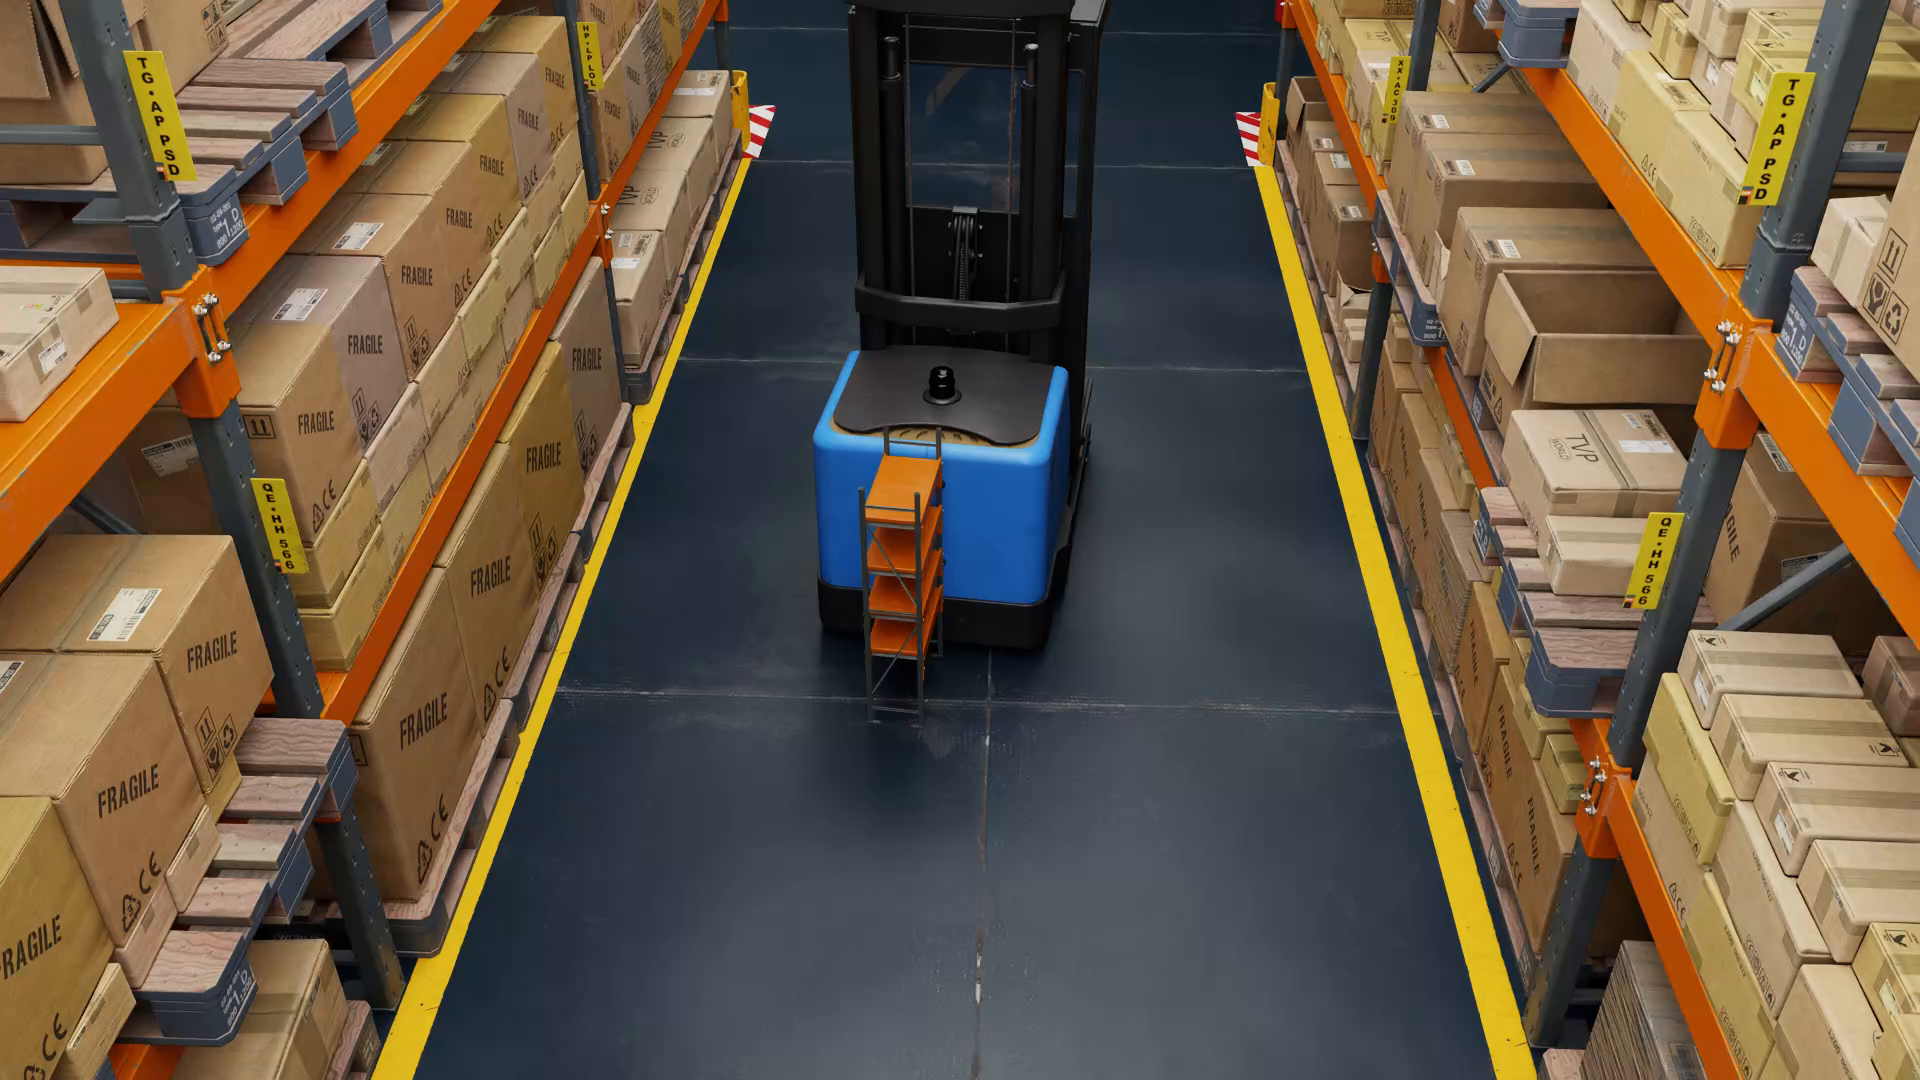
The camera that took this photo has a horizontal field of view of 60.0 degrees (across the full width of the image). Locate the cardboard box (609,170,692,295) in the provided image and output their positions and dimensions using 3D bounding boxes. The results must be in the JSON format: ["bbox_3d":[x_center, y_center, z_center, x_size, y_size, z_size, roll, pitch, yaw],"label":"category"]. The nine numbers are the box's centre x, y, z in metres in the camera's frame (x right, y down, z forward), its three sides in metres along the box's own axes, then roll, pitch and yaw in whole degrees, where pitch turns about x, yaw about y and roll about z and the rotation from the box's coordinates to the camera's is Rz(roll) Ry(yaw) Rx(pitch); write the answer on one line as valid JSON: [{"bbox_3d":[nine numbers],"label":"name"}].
[{"bbox_3d":[-2.161,-1.898,10.205,0.875,0.438,0.875,0,35,0],"label":"cardboard box"}]

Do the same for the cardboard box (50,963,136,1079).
[{"bbox_3d":[-2.187,1.126,3.893,0.380,0.149,0.250,2,35,3],"label":"cardboard box"}]

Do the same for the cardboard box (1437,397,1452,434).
[{"bbox_3d":[2.420,-0.537,7.650,0.380,0.149,0.250,1,35,1],"label":"cardboard box"}]

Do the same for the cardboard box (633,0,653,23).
[{"bbox_3d":[-2.009,-3.204,9.243,0.500,0.500,0.500,2,35,3],"label":"cardboard box"}]

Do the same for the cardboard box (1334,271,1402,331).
[{"bbox_3d":[2.374,-1.374,9.609,0.396,0.266,0.258,3,35,4],"label":"cardboard box"}]

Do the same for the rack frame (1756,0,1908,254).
[{"bbox_3d":[2.470,-1.945,3.192,1.000,3.000,0.127,1,35,2],"label":"rack frame"}]

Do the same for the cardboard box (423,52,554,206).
[{"bbox_3d":[-2.109,-1.792,7.234,0.500,0.500,0.500,2,35,3],"label":"cardboard box"}]

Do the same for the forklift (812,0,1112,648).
[{"bbox_3d":[0.099,-1.554,7.912,1.130,2.935,3.031,5,35,7],"label":"forklift"}]

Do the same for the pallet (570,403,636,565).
[{"bbox_3d":[-2.285,-0.316,8.516,1.003,0.211,1.213,1,35,2],"label":"pallet"}]

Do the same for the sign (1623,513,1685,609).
[{"bbox_3d":[1.928,0.061,4.617,0.100,0.325,0.005,1,35,2],"label":"sign"}]

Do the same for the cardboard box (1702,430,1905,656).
[{"bbox_3d":[2.647,0.004,5.183,0.500,0.500,0.500,3,35,4],"label":"cardboard box"}]

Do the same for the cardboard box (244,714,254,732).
[{"bbox_3d":[-2.268,0.521,4.753,0.380,0.149,0.250,3,35,4],"label":"cardboard box"}]

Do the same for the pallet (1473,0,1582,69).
[{"bbox_3d":[2.496,-1.970,6.000,1.213,0.211,1.003,1,35,2],"label":"pallet"}]

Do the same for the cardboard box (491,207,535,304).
[{"bbox_3d":[-2.131,-1.201,7.045,0.500,0.250,0.500,2,35,3],"label":"cardboard box"}]

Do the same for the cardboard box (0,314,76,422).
[{"bbox_3d":[-2.294,-0.399,3.819,0.380,0.149,0.250,1,35,2],"label":"cardboard box"}]

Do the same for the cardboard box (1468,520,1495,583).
[{"bbox_3d":[2.318,0.044,6.824,0.380,0.149,0.250,0,35,0],"label":"cardboard box"}]

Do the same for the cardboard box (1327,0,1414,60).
[{"bbox_3d":[2.468,-3.018,9.807,0.500,0.250,0.500,0,35,1],"label":"cardboard box"}]

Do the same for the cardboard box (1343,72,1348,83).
[{"bbox_3d":[2.471,-2.761,9.789,0.380,0.149,0.250,1,35,2],"label":"cardboard box"}]

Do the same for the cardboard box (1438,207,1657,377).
[{"bbox_3d":[2.336,-0.981,6.584,0.700,0.500,0.500,1,35,2],"label":"cardboard box"}]

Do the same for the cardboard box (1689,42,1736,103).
[{"bbox_3d":[2.310,-1.328,4.706,0.380,0.149,0.250,2,35,3],"label":"cardboard box"}]

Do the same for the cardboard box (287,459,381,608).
[{"bbox_3d":[-2.223,-0.032,5.383,0.500,0.250,0.500,1,35,2],"label":"cardboard box"}]

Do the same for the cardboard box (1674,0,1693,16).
[{"bbox_3d":[2.317,-1.594,4.825,0.380,0.149,0.250,1,35,1],"label":"cardboard box"}]

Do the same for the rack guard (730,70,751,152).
[{"bbox_3d":[-2.167,-3.191,12.355,1.175,0.500,0.348,1,35,2],"label":"rack guard"}]

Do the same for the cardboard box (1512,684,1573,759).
[{"bbox_3d":[2.217,0.647,5.965,0.380,0.149,0.250,0,35,-1],"label":"cardboard box"}]

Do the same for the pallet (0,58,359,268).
[{"bbox_3d":[-2.517,-1.125,4.797,1.213,0.211,1.003,3,35,4],"label":"pallet"}]

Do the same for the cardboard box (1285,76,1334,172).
[{"bbox_3d":[2.672,-2.888,11.557,0.797,0.503,0.637,0,35,0],"label":"cardboard box"}]

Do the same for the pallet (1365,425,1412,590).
[{"bbox_3d":[2.636,-0.180,8.323,1.003,0.211,1.213,1,35,2],"label":"pallet"}]

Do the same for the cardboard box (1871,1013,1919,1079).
[{"bbox_3d":[2.122,1.121,3.395,0.380,0.149,0.250,2,35,3],"label":"cardboard box"}]

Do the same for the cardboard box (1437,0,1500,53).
[{"bbox_3d":[2.956,-3.006,9.138,0.500,0.500,0.500,0,35,1],"label":"cardboard box"}]

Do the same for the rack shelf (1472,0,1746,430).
[{"bbox_3d":[2.550,-1.573,5.896,1.077,0.370,4.000,1,35,2],"label":"rack shelf"}]

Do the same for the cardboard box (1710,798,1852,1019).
[{"bbox_3d":[2.187,0.903,4.052,0.500,0.250,0.500,2,35,3],"label":"cardboard box"}]

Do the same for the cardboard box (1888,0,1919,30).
[{"bbox_3d":[2.809,-1.433,4.597,0.380,0.149,0.250,1,35,2],"label":"cardboard box"}]

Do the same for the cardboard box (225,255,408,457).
[{"bbox_3d":[-2.215,-0.616,5.562,0.500,0.500,0.500,1,35,2],"label":"cardboard box"}]

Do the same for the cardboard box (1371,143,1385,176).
[{"bbox_3d":[2.380,-2.025,8.742,0.380,0.149,0.250,2,35,3],"label":"cardboard box"}]

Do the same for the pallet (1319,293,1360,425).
[{"bbox_3d":[2.659,-1.043,9.550,1.003,0.211,1.213,1,35,2],"label":"pallet"}]

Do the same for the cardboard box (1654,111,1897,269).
[{"bbox_3d":[2.248,-0.957,4.525,0.500,0.250,0.500,0,35,0],"label":"cardboard box"}]

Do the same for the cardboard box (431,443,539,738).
[{"bbox_3d":[-2.339,0.187,6.858,0.875,0.875,0.875,2,35,2],"label":"cardboard box"}]

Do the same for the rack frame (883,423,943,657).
[{"bbox_3d":[-0.196,0.023,7.173,0.240,1.200,0.015,5,35,7],"label":"rack frame"}]

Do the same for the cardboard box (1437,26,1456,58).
[{"bbox_3d":[2.956,-2.712,9.372,0.500,0.250,0.500,2,35,3],"label":"cardboard box"}]

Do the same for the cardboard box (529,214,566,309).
[{"bbox_3d":[-2.117,-1.284,7.599,0.500,0.250,0.500,1,35,1],"label":"cardboard box"}]

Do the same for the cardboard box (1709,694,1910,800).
[{"bbox_3d":[2.154,0.532,4.233,0.380,0.149,0.250,2,35,3],"label":"cardboard box"}]

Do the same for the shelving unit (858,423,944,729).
[{"bbox_3d":[-0.235,0.162,6.976,0.258,1.200,0.503,5,35,7],"label":"shelving unit"}]

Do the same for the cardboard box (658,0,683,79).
[{"bbox_3d":[-1.977,-3.077,9.932,0.500,0.500,0.500,2,35,3],"label":"cardboard box"}]

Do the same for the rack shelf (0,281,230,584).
[{"bbox_3d":[-2.570,0.613,2.786,1.077,0.370,4.000,1,35,2],"label":"rack shelf"}]

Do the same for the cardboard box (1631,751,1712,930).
[{"bbox_3d":[2.208,0.820,4.605,0.500,0.250,0.500,1,35,2],"label":"cardboard box"}]

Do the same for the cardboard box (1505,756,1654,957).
[{"bbox_3d":[2.272,1.112,5.868,0.500,0.500,0.500,2,35,3],"label":"cardboard box"}]

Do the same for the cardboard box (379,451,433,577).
[{"bbox_3d":[-2.216,-0.113,5.932,0.500,0.250,0.500,0,35,1],"label":"cardboard box"}]

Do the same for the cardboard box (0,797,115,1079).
[{"bbox_3d":[-2.259,0.917,3.626,0.500,0.500,0.500,-1,35,-1],"label":"cardboard box"}]

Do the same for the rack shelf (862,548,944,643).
[{"bbox_3d":[-0.235,0.217,7.015,0.258,0.148,0.480,5,35,7],"label":"rack shelf"}]

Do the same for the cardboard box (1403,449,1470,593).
[{"bbox_3d":[2.351,-0.073,7.553,0.500,0.500,0.500,0,35,0],"label":"cardboard box"}]

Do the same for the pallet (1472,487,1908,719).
[{"bbox_3d":[2.427,0.197,5.529,1.213,0.211,1.003,1,35,2],"label":"pallet"}]

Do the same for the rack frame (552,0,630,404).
[{"bbox_3d":[-2.329,-1.902,8.347,1.000,3.000,0.127,1,35,2],"label":"rack frame"}]
